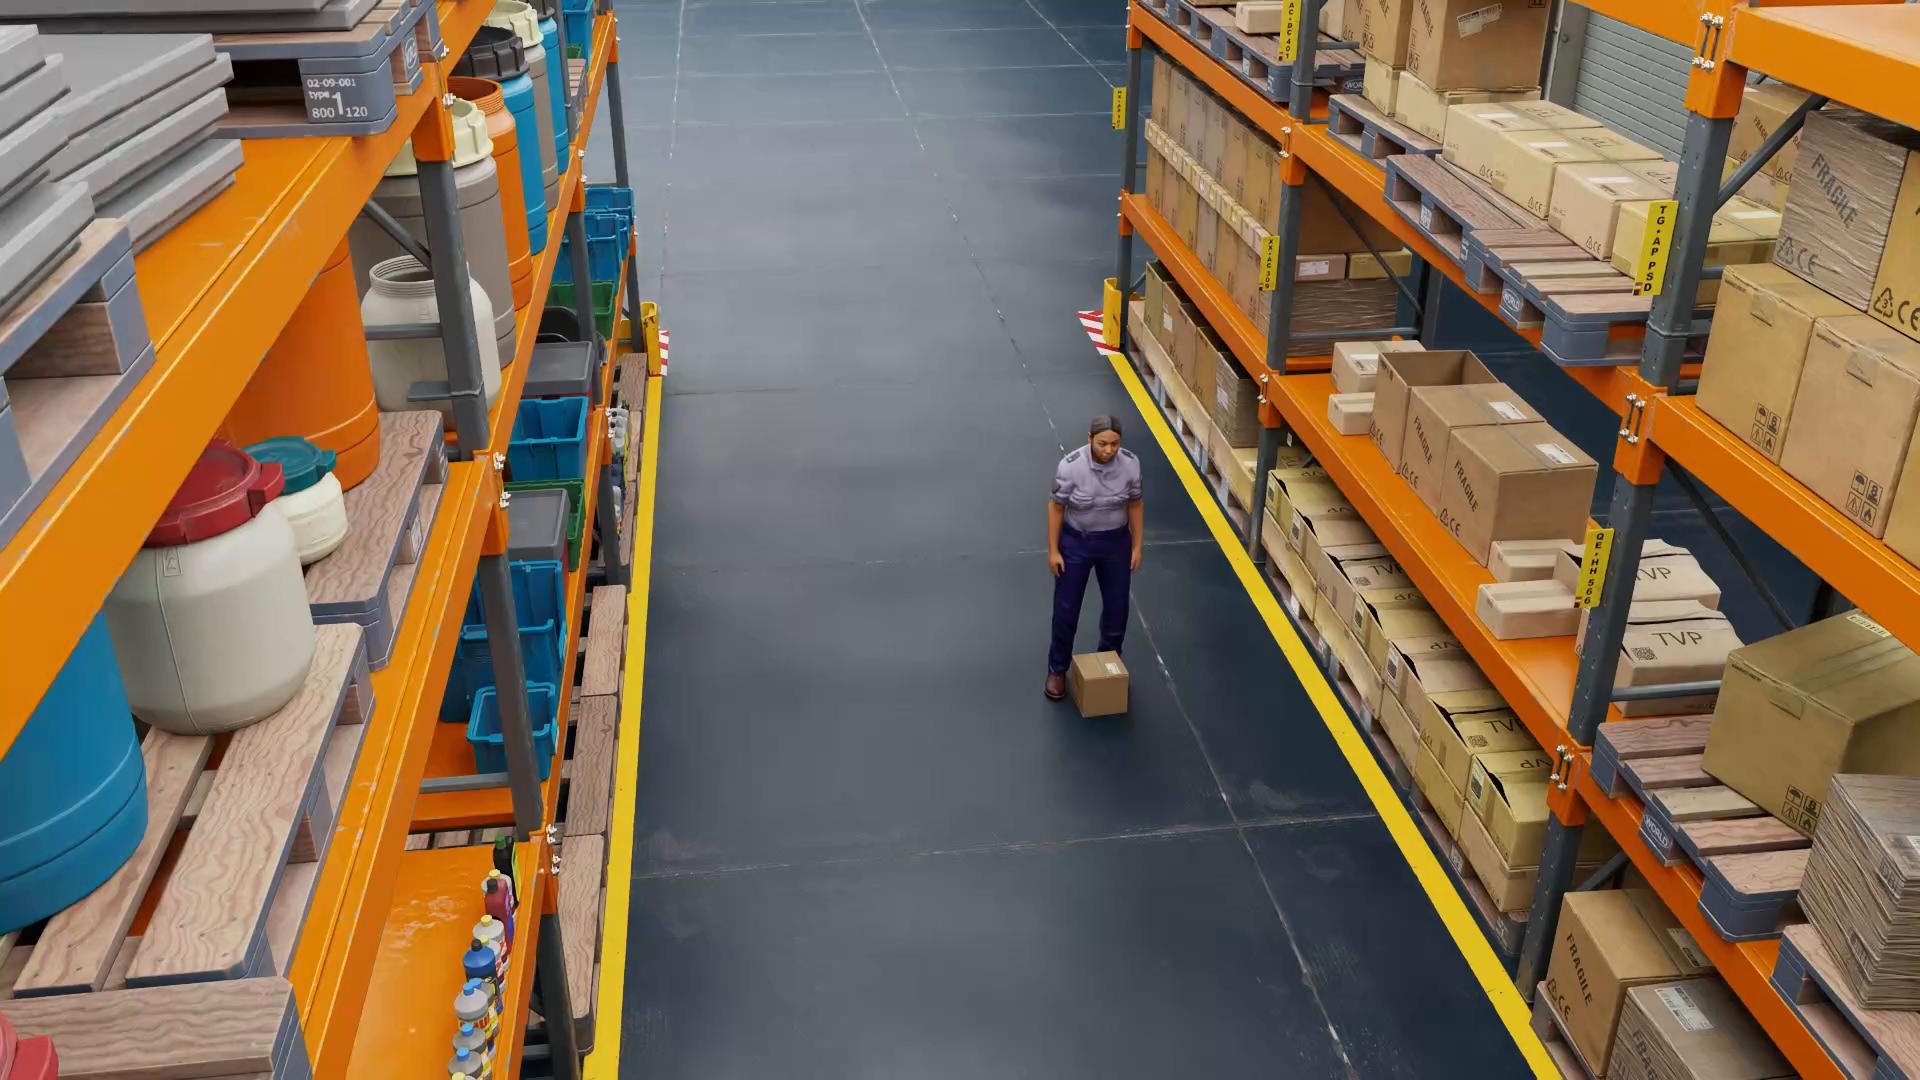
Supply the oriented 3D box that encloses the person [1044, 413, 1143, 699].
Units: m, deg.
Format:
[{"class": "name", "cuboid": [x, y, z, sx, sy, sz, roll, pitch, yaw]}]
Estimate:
[{"class": "person", "cuboid": [0.723, 0.058, 8.985, 0.538, 1.652, 0.371, -3, 28, -7]}]
